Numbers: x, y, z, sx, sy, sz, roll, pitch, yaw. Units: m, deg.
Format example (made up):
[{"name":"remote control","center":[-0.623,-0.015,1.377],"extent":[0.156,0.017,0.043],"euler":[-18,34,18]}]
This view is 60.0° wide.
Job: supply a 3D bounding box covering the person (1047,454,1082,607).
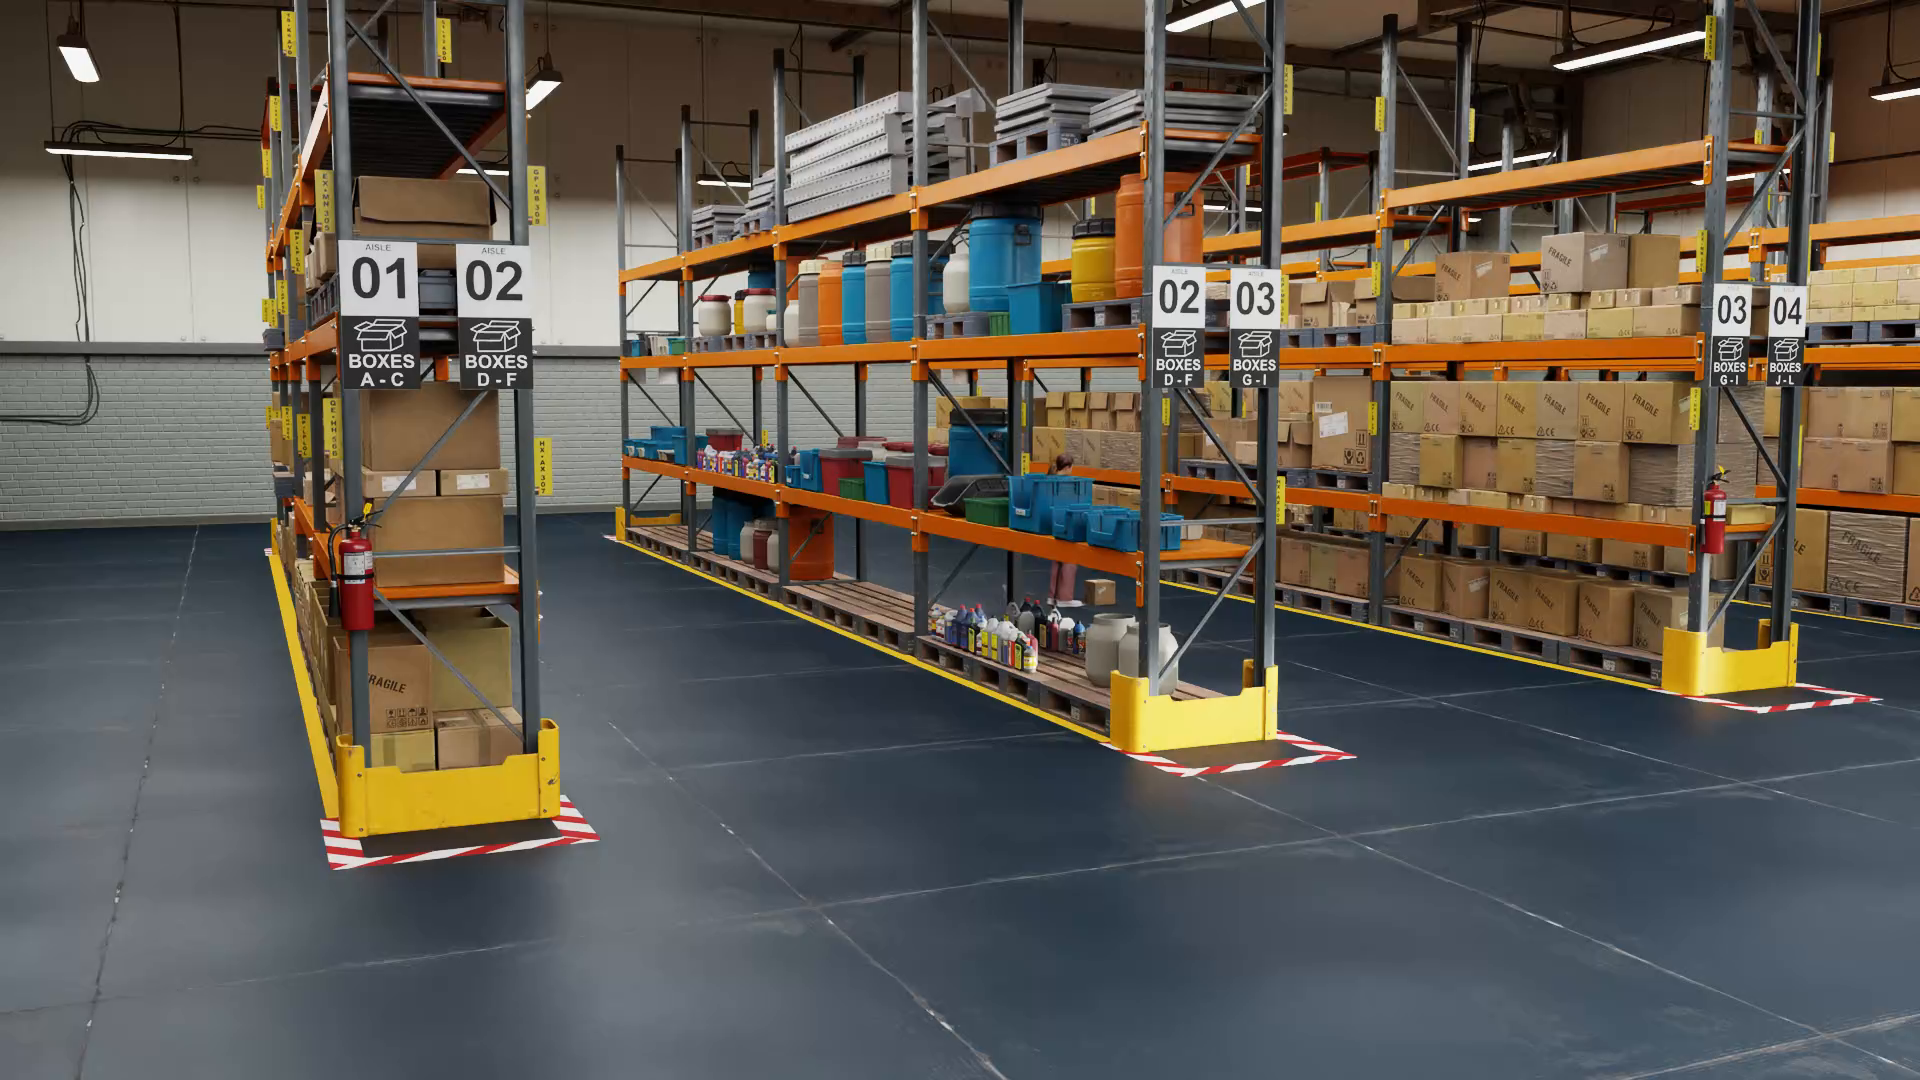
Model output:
[{"name":"person","center":[1.110,-0.106,18.152],"extent":[0.363,1.674,0.447],"euler":[-2,6,-23]}]
